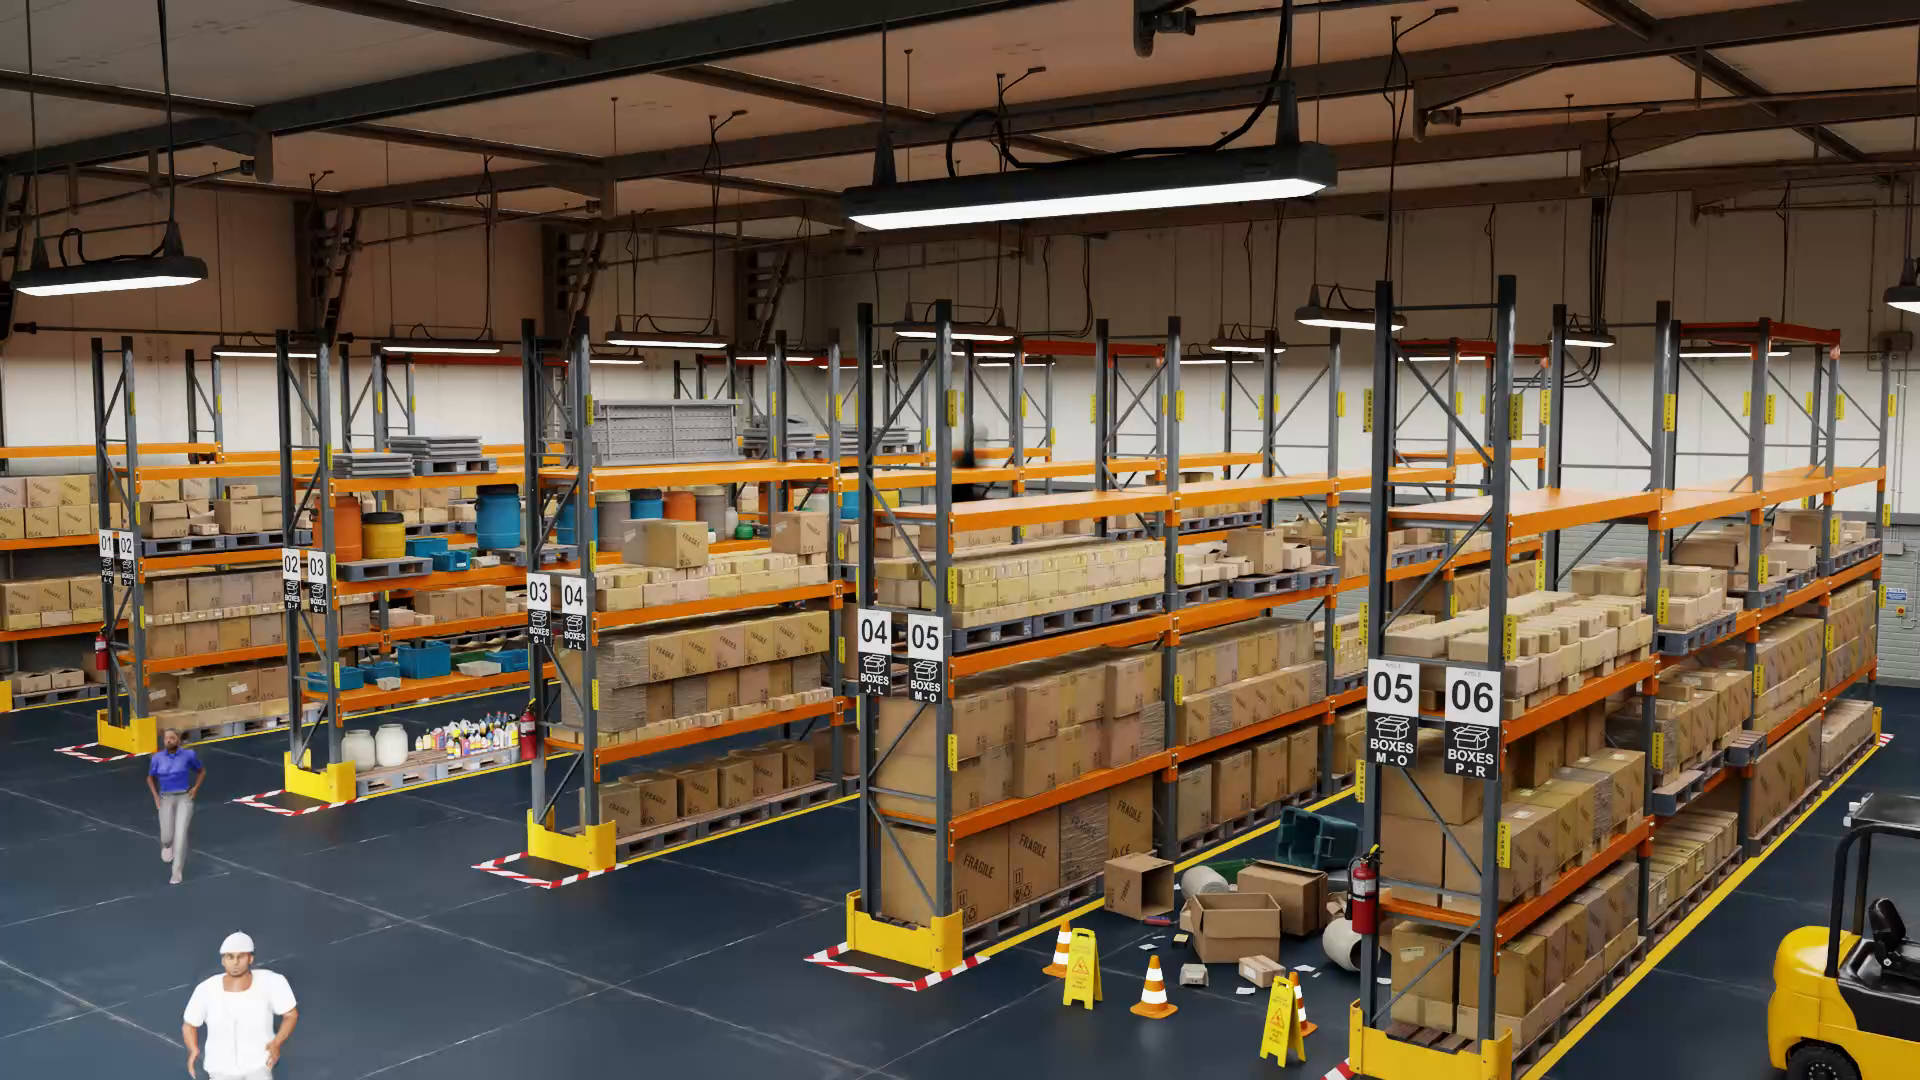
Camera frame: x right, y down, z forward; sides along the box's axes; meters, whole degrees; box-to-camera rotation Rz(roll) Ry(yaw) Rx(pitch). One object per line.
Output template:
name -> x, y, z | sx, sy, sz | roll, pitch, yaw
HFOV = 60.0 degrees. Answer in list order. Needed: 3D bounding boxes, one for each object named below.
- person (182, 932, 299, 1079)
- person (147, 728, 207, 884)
person -> -4.644, 3.375, 10.736 | 0.700, 1.719, 0.625 | -1, 5, -16
person -> -8.414, 2.814, 17.896 | 0.582, 1.639, 0.671 | -2, 5, -18
